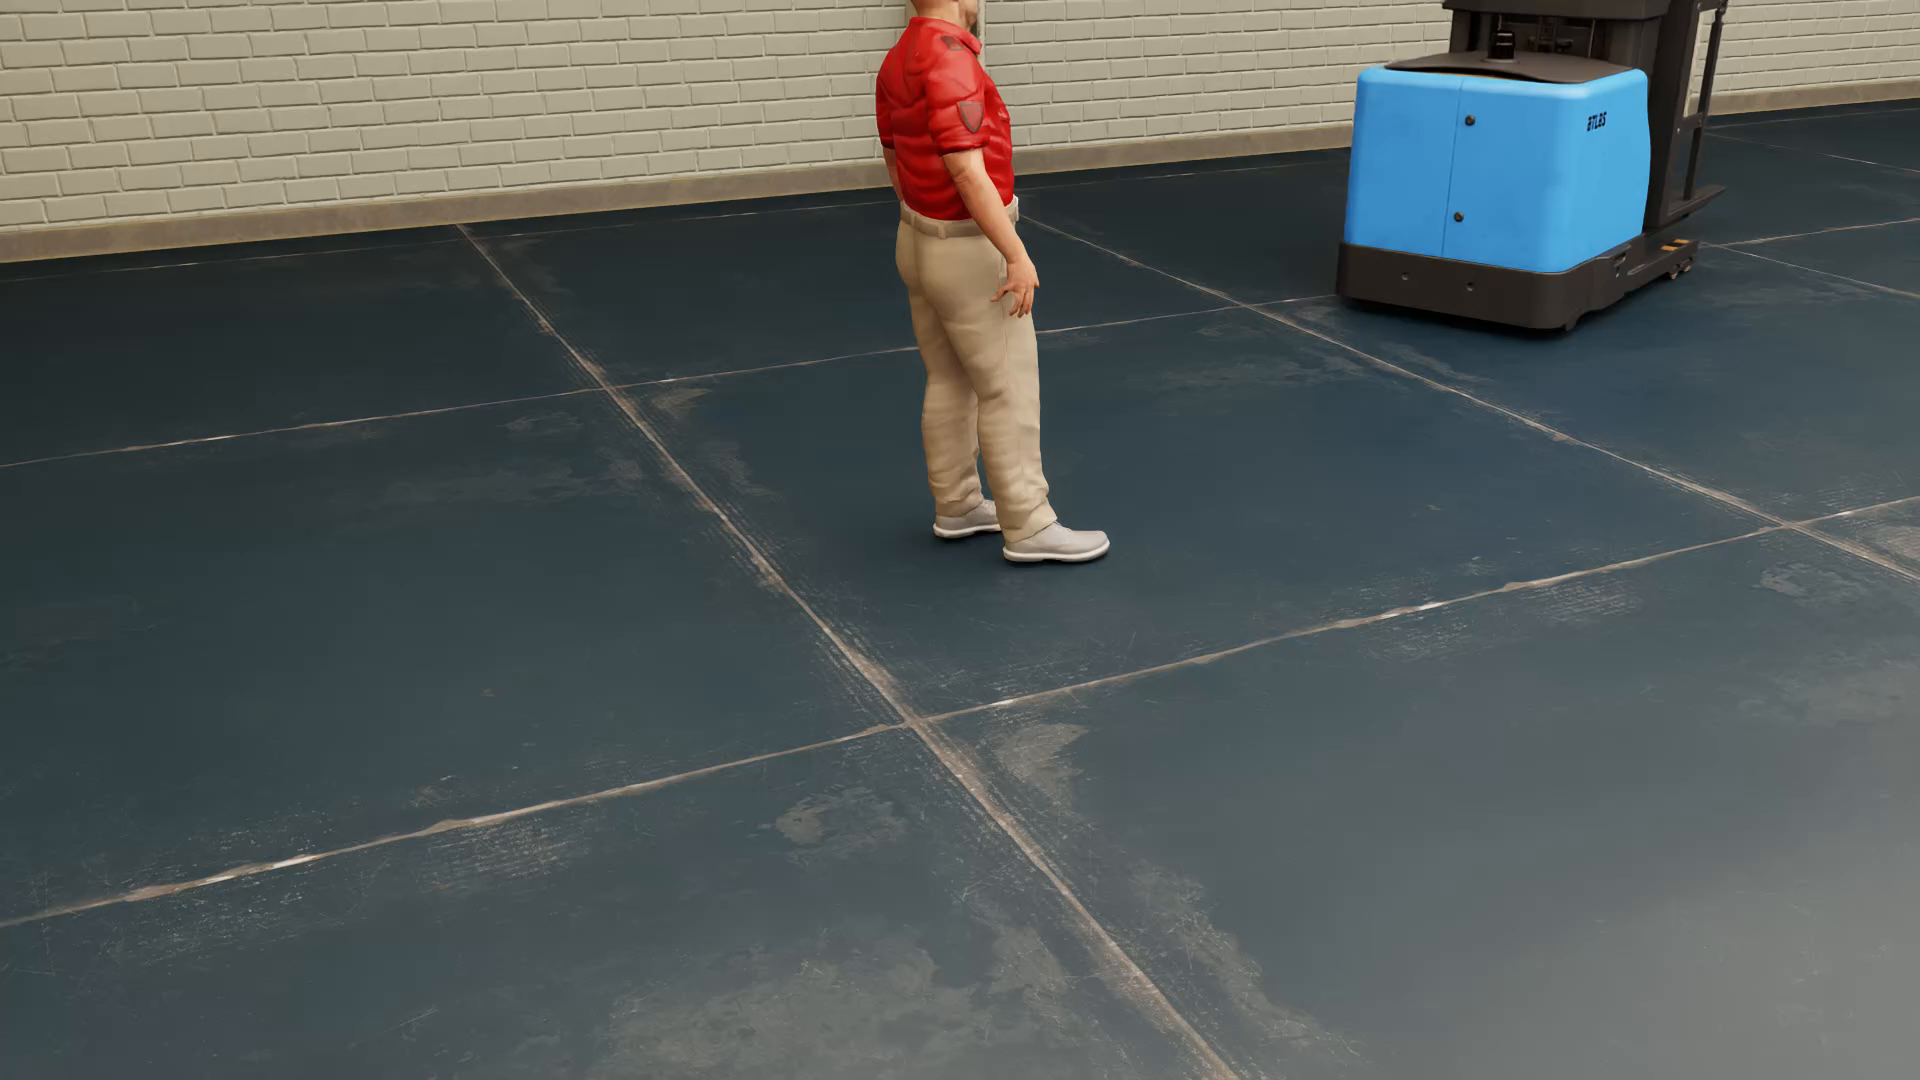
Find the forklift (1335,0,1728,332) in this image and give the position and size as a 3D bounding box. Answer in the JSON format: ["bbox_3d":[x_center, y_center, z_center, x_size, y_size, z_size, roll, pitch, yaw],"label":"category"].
[{"bbox_3d":[3.050,-2.745,7.895,1.130,2.935,3.031,17,28,36],"label":"forklift"}]

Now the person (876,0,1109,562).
[{"bbox_3d":[0.086,-0.815,4.797,0.551,1.727,0.640,-10,25,-23],"label":"person"}]
